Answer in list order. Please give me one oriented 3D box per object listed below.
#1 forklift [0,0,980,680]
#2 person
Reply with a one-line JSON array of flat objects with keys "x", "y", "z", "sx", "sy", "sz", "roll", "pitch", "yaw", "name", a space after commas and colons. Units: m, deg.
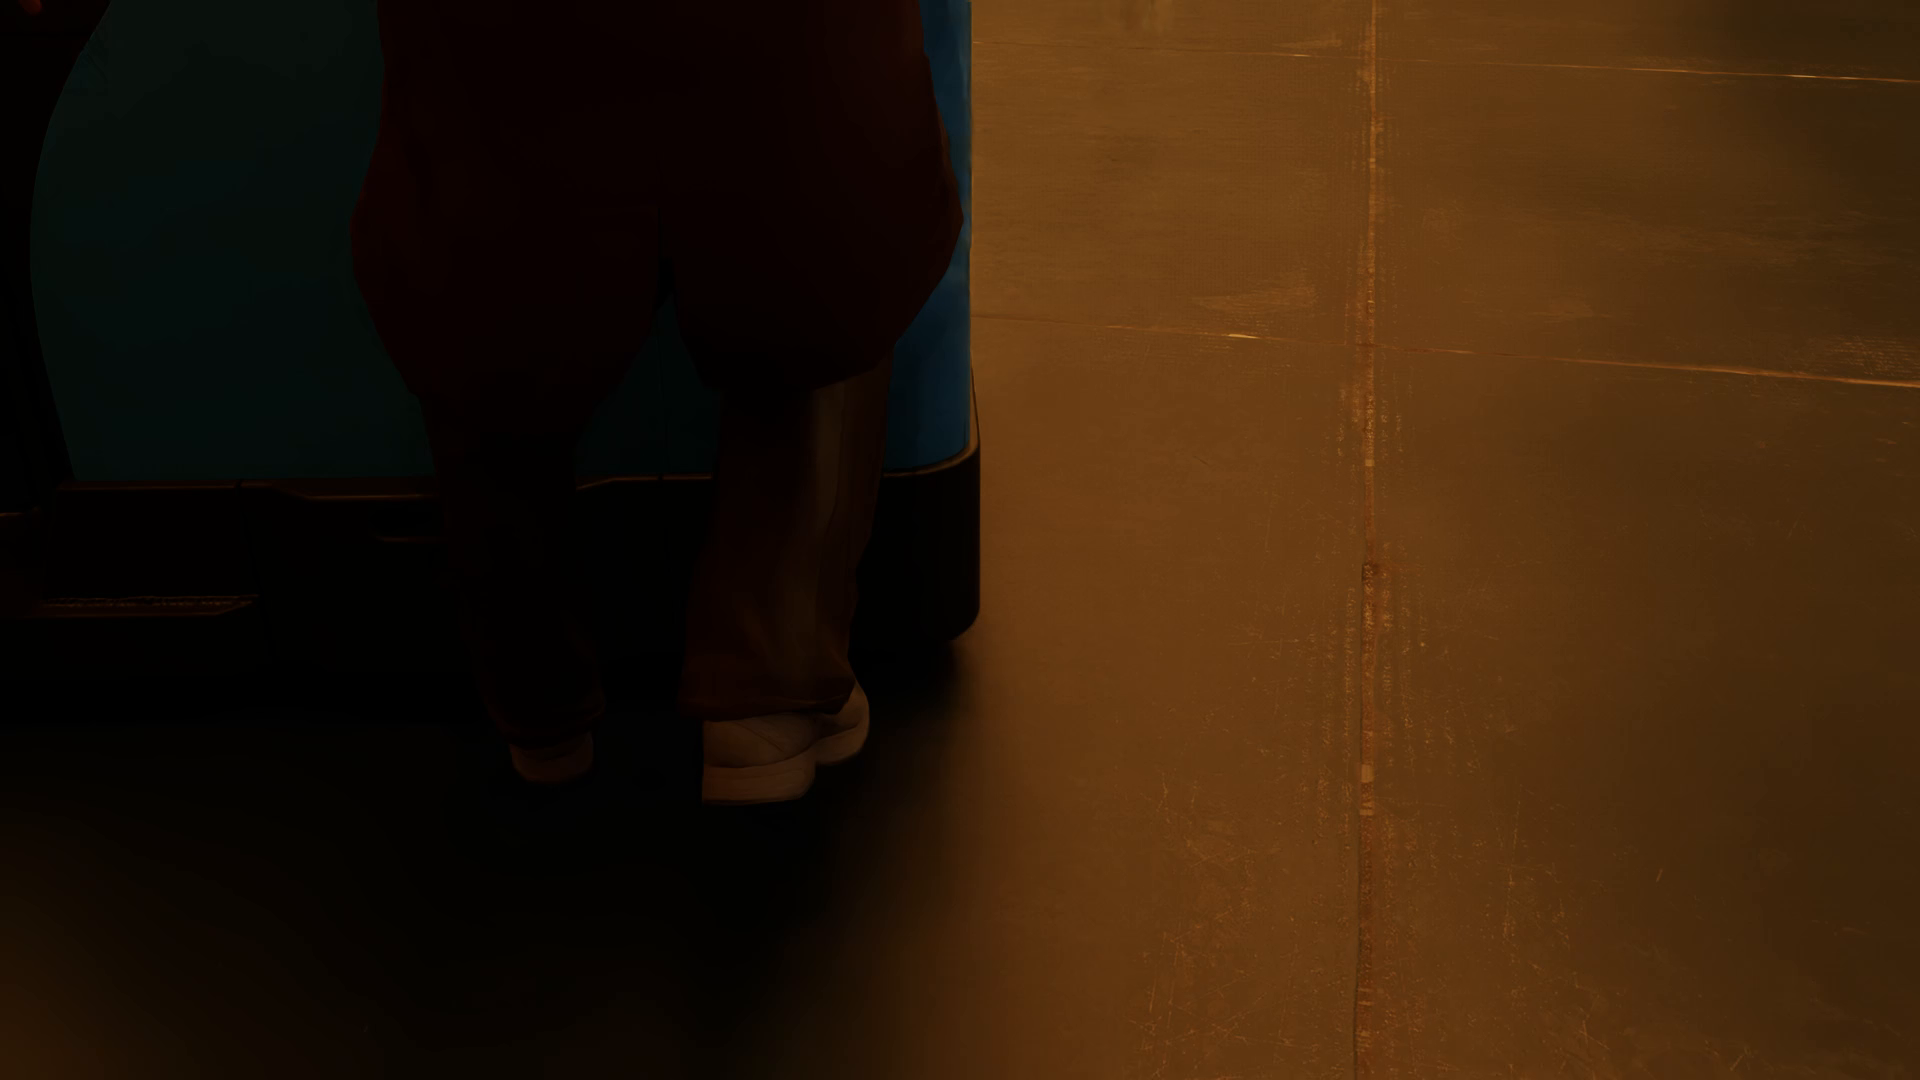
[{"x": -1.503, "y": -1.321, "z": 1.865, "sx": 3.031, "sy": 2.935, "sz": 1.130, "roll": -1, "pitch": 27, "yaw": -2, "name": "forklift"}, {"x": -0.310, "y": -0.440, "z": 1.540, "sx": 1.076, "sy": 1.655, "sz": 0.805, "roll": -3, "pitch": 27, "yaw": -6, "name": "person"}]
